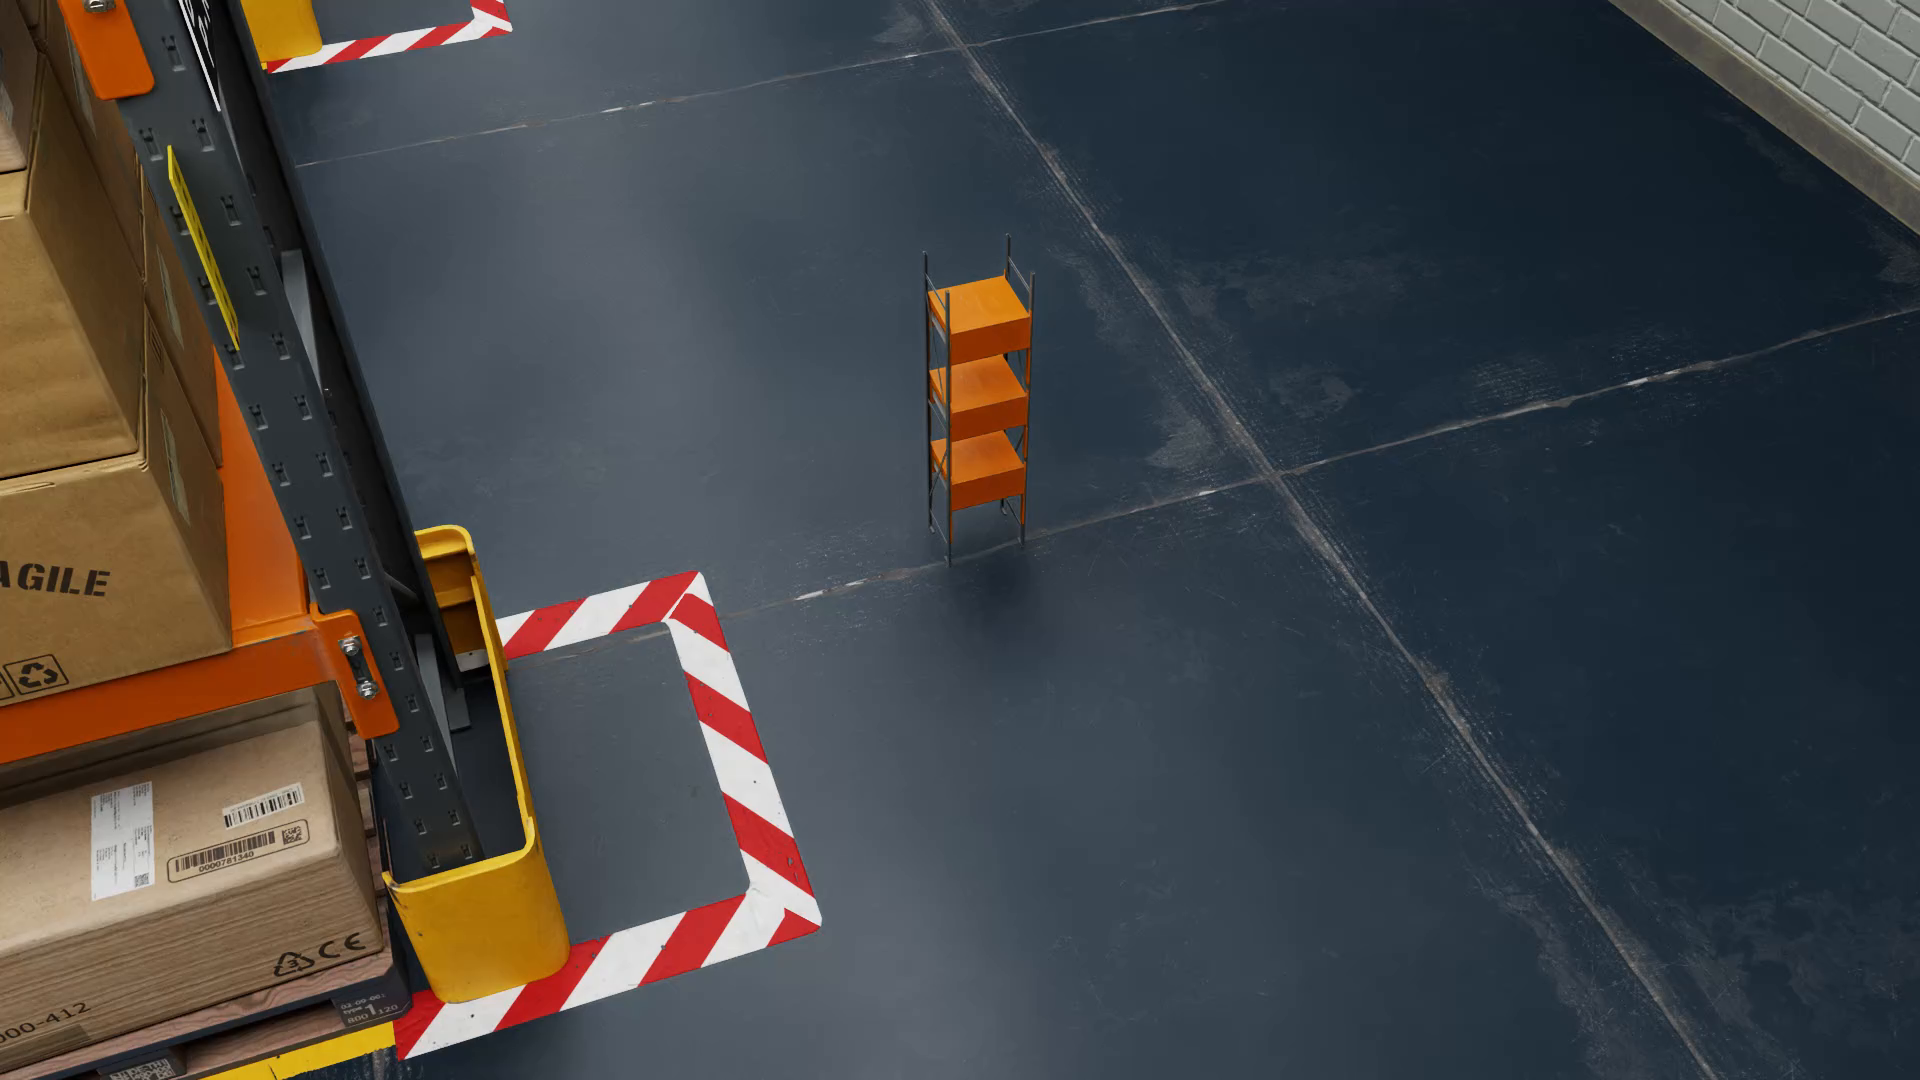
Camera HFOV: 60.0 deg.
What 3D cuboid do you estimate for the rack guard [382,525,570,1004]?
[{"bbox_3d":[-1.328,0.552,4.347,0.348,0.500,1.175,-14,47,-14],"label":"rack guard"}]

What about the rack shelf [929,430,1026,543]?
[{"bbox_3d":[0.050,-0.180,5.095,0.240,0.259,0.215,-14,47,-14],"label":"rack shelf"}]

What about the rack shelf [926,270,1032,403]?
[{"bbox_3d":[0.050,-0.576,4.697,0.240,0.259,0.215,-14,47,-14],"label":"rack shelf"}]

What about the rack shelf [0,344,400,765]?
[{"bbox_3d":[-3.232,0.411,3.231,4.000,0.370,1.077,-14,47,-14],"label":"rack shelf"}]

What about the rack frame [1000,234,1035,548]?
[{"bbox_3d":[0.165,-0.413,4.920,0.008,1.050,0.200,-14,47,-14],"label":"rack frame"}]

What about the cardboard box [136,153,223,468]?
[{"bbox_3d":[-1.900,-0.436,3.496,0.500,0.500,0.500,-15,47,-14],"label":"cardboard box"}]

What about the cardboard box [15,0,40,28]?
[{"bbox_3d":[-1.779,-1.041,2.935,0.250,0.149,0.380,-13,47,-13],"label":"cardboard box"}]

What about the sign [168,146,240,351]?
[{"bbox_3d":[-1.180,-0.452,2.598,0.005,0.325,0.100,-14,47,-14],"label":"sign"}]

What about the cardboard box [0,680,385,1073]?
[{"bbox_3d":[-1.938,0.657,3.990,0.875,0.438,0.875,-16,47,-15],"label":"cardboard box"}]

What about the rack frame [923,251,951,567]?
[{"bbox_3d":[-0.064,-0.354,4.862,0.008,1.050,0.200,-14,47,-14],"label":"rack frame"}]

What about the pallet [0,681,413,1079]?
[{"bbox_3d":[-2.076,0.904,4.200,1.213,0.211,1.003,-14,47,-14],"label":"pallet"}]

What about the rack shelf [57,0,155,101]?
[{"bbox_3d":[-3.232,-0.648,2.169,4.000,0.370,1.077,-14,47,-14],"label":"rack shelf"}]

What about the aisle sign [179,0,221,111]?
[{"bbox_3d":[-1.178,-1.053,2.346,0.004,0.787,0.394,-14,47,-14],"label":"aisle sign"}]

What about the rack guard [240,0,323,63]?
[{"bbox_3d":[-3.198,-2.697,7.585,0.348,0.500,1.175,-14,47,-14],"label":"rack guard"}]

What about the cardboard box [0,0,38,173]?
[{"bbox_3d":[-1.620,-0.722,2.617,0.250,0.149,0.380,-14,47,-13],"label":"cardboard box"}]

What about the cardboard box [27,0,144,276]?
[{"bbox_3d":[-1.899,-0.787,3.140,0.500,0.500,0.500,-15,47,-15],"label":"cardboard box"}]

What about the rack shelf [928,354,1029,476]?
[{"bbox_3d":[0.050,-0.376,4.898,0.240,0.259,0.215,-14,47,-14],"label":"rack shelf"}]

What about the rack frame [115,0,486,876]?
[{"bbox_3d":[-1.351,-0.324,3.456,0.127,3.000,1.000,-14,47,-14],"label":"rack frame"}]

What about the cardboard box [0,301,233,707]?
[{"bbox_3d":[-1.715,-0.067,3.129,0.500,0.500,0.500,-14,47,-14],"label":"cardboard box"}]

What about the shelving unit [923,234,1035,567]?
[{"bbox_3d":[0.050,-0.383,4.891,0.252,1.050,0.215,-14,47,-14],"label":"shelving unit"}]

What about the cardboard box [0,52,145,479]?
[{"bbox_3d":[-1.723,-0.438,2.792,0.500,0.500,0.500,-13,47,-13],"label":"cardboard box"}]
